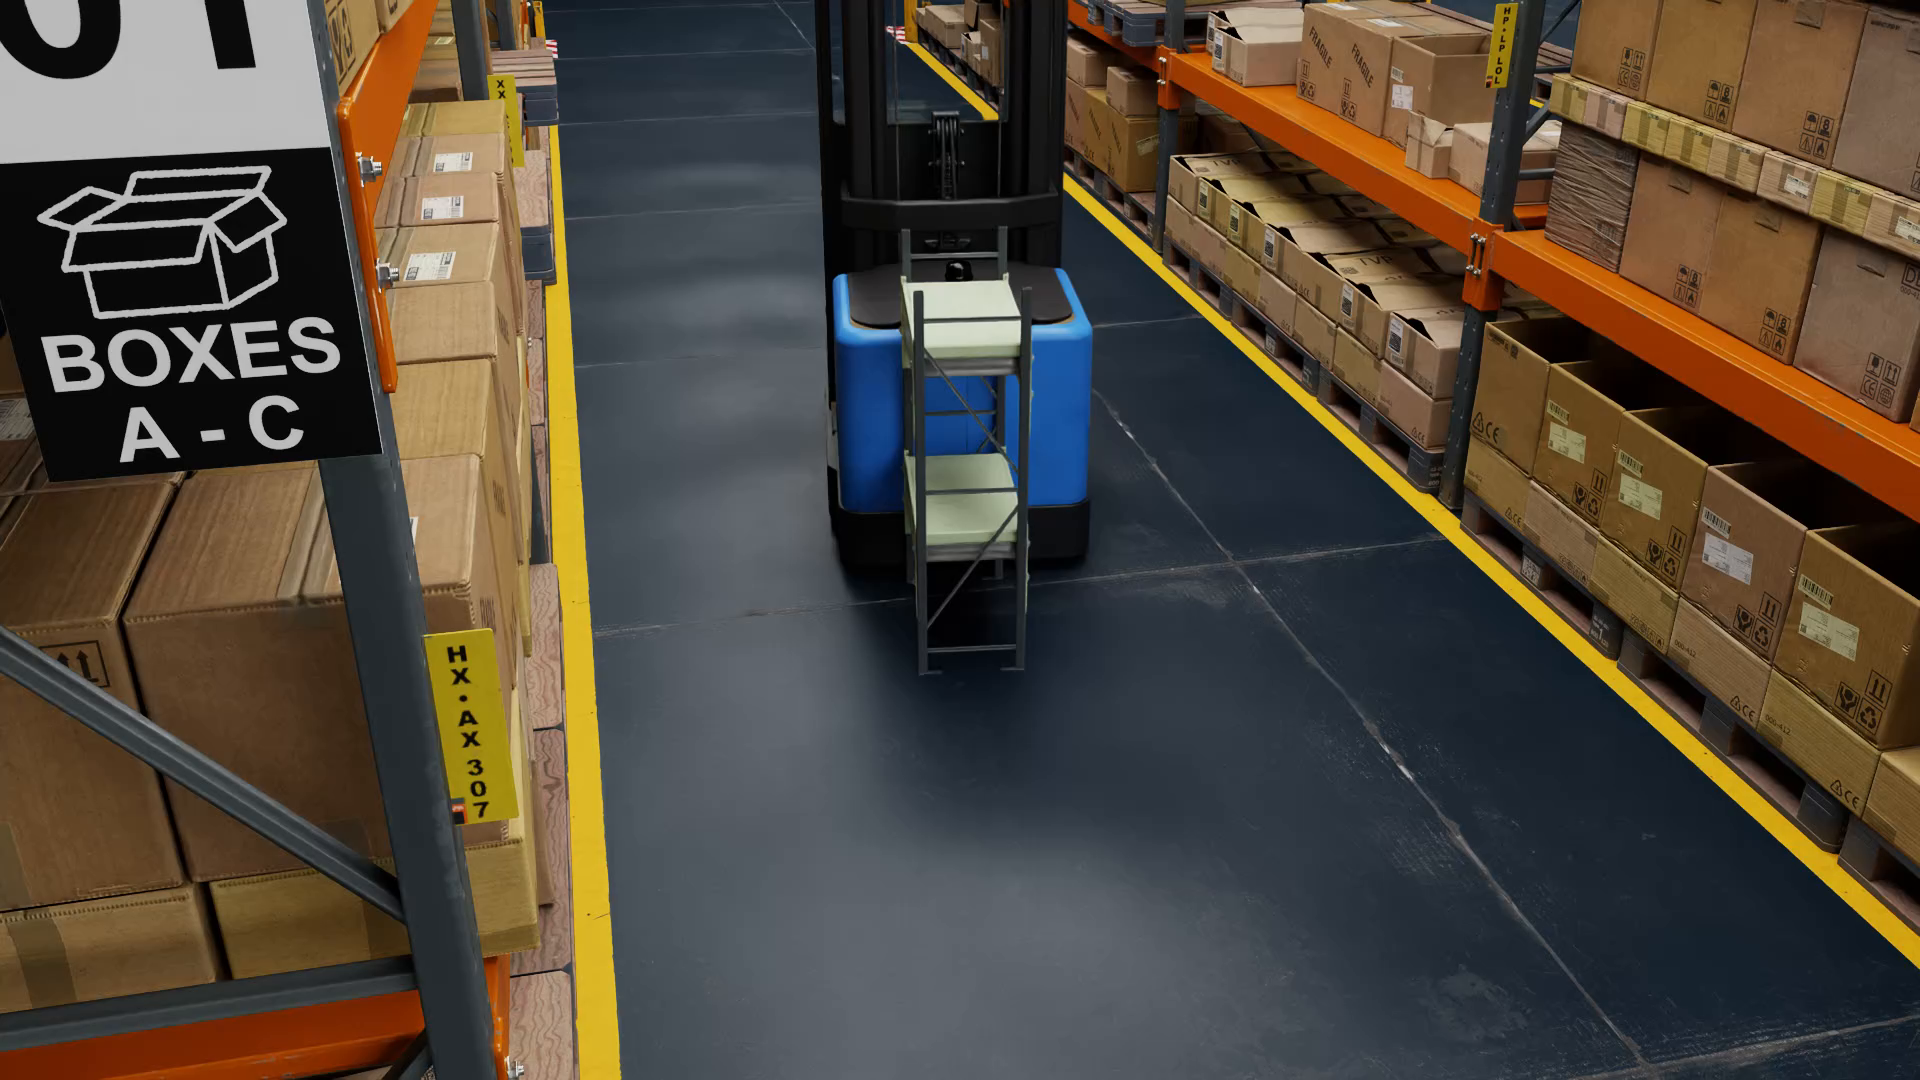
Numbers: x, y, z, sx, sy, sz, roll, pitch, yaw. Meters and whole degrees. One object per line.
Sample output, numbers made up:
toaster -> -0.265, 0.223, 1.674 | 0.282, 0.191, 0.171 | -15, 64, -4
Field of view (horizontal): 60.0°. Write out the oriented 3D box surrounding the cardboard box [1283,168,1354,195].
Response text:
cardboard box -> 2.265, -2.077, 10.000 | 0.500, 0.311, 0.500 | -6, 27, -12

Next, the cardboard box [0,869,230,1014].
cardboard box -> -1.533, 0.590, 2.897 | 0.500, 0.250, 0.500 | -6, 27, -11

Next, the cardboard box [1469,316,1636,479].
cardboard box -> 2.484, -0.603, 6.869 | 0.500, 0.500, 0.500 | -6, 27, -12

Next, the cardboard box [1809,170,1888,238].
cardboard box -> 2.909, -1.060, 5.191 | 0.380, 0.149, 0.250 | -6, 27, -12

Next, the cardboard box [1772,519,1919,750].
cardboard box -> 2.936, 0.275, 5.129 | 0.500, 0.500, 0.500 | -6, 27, -12

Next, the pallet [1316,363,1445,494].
pallet -> 2.481, -0.618, 8.240 | 1.003, 0.211, 1.213 | -6, 27, -12

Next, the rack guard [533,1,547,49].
rack guard -> -4.850, -5.202, 17.001 | 1.175, 0.500, 0.348 | -6, 27, -12

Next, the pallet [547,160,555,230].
pallet -> -3.418, -2.438, 11.847 | 1.003, 0.211, 1.213 | -6, 27, -12

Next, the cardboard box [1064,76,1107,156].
cardboard box -> 1.103, -3.224, 12.594 | 0.500, 0.500, 0.500 | -7, 28, -14

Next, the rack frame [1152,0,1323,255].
rack frame -> 1.783, -3.300, 10.458 | 1.000, 3.000, 0.127 | -6, 27, -12

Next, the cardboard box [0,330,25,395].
cardboard box -> -1.777, -0.193, 3.616 | 0.500, 0.500, 0.500 | -7, 28, -13

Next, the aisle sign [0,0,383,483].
aisle sign -> -0.931, -0.442, 1.912 | 0.394, 0.787, 0.004 | -6, 27, -12

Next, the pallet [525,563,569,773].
pallet -> -1.955, 0.497, 6.031 | 1.003, 0.211, 1.213 | -6, 27, -12

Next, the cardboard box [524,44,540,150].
cardboard box -> -3.467, -3.117, 12.016 | 0.750, 0.750, 0.750 | -5, 27, -10

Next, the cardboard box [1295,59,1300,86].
cardboard box -> 2.126, -2.633, 9.417 | 0.380, 0.149, 0.250 | -4, 27, -8

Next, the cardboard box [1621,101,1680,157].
cardboard box -> 2.673, -1.517, 6.095 | 0.380, 0.149, 0.250 | -7, 28, -13

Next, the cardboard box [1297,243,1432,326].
cardboard box -> 2.081, -1.350, 8.558 | 0.500, 0.311, 0.500 | -6, 27, -12

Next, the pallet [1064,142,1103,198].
pallet -> 1.381, -2.921, 12.803 | 1.003, 0.211, 1.213 | -6, 27, -12

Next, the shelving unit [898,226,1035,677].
shelving unit -> 0.011, -0.335, 6.249 | 0.431, 1.500, 0.755 | -2, 27, -4

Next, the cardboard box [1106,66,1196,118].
cardboard box -> 1.327, -3.126, 11.568 | 0.500, 0.250, 0.500 | -5, 27, -10

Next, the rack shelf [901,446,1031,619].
rack shelf -> 0.011, -0.044, 6.396 | 0.431, 0.370, 0.720 | -2, 27, -4

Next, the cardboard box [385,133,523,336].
cardboard box -> -1.615, -0.921, 5.058 | 0.500, 0.500, 0.500 | -6, 27, -12

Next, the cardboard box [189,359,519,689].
cardboard box -> -1.156, -0.018, 3.268 | 0.500, 0.500, 0.500 | -6, 27, -11

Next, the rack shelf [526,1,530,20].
rack shelf -> -4.394, -5.108, 14.839 | 1.077, 0.370, 4.000 | -6, 27, -12

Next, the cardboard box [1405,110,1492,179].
cardboard box -> 2.308, -1.851, 7.737 | 0.396, 0.266, 0.258 | -7, 28, -13

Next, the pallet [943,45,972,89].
pallet -> 0.450, -4.649, 16.226 | 1.003, 0.211, 1.213 | -6, 27, -12

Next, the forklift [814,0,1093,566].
forklift -> -0.103, -1.834, 7.631 | 1.130, 2.935, 3.031 | -2, 27, -4

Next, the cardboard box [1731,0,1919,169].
cardboard box -> 3.018, -1.532, 5.405 | 0.700, 0.500, 0.500 | -6, 27, -12

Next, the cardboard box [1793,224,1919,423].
cardboard box -> 3.142, -0.718, 5.232 | 0.700, 0.500, 0.500 | -5, 27, -10

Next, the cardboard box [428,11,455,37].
cardboard box -> -2.520, -2.039, 7.361 | 0.700, 0.500, 0.500 | -2, 27, -5

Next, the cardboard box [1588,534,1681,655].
cardboard box -> 2.709, 0.171, 6.168 | 0.500, 0.250, 0.500 | -6, 27, -12

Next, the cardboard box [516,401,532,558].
cardboard box -> -1.391, -0.144, 4.351 | 0.500, 0.250, 0.500 | -6, 27, -11

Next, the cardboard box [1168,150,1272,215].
cardboard box -> 1.615, -2.250, 10.342 | 0.500, 0.311, 0.500 | -5, 27, -10

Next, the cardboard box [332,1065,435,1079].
cardboard box -> -1.307, 1.408, 3.627 | 0.500, 0.311, 0.500 | -9, 28, -17

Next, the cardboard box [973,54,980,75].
cardboard box -> 0.334, -4.359, 15.233 | 0.380, 0.149, 0.250 | -6, 27, -12

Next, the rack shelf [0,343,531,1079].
rack shelf -> -1.690, 0.160, 4.402 | 1.077, 0.370, 4.000 | -6, 27, -12

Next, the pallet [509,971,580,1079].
pallet -> -1.405, 1.568, 3.908 | 1.003, 0.211, 1.213 | -6, 27, -12

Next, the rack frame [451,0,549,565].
rack frame -> -2.141, -1.039, 5.979 | 1.000, 3.000, 0.127 | -6, 27, -12

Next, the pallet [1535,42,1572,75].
pallet -> 5.505, -4.631, 16.191 | 1.003, 0.211, 1.213 | -6, 27, -12

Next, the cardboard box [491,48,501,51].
cardboard box -> -2.891, -2.860, 9.843 | 0.380, 0.149, 0.250 | -6, 27, -12

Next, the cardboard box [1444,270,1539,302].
cardboard box -> 2.727, -1.181, 8.224 | 0.500, 0.311, 0.500 | -6, 27, -12

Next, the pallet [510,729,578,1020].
pallet -> -1.676, 1.034, 4.967 | 1.003, 0.211, 1.213 | -6, 27, -12

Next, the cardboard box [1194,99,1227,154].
cardboard box -> 1.836, -2.838, 11.830 | 0.500, 0.500, 0.500 | -7, 28, -13

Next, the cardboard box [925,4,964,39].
cardboard box -> -0.061, -5.293, 16.972 | 0.500, 0.250, 0.500 | -6, 27, -12

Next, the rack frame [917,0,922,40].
rack frame -> -0.019, -6.812, 17.416 | 1.000, 3.000, 0.127 | -6, 27, -12

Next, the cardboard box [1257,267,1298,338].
cardboard box -> 1.968, -1.326, 9.135 | 0.500, 0.250, 0.500 | -5, 27, -11

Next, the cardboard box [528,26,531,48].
cardboard box -> -4.477, -4.862, 15.861 | 0.700, 0.500, 0.500 | -6, 27, -12
